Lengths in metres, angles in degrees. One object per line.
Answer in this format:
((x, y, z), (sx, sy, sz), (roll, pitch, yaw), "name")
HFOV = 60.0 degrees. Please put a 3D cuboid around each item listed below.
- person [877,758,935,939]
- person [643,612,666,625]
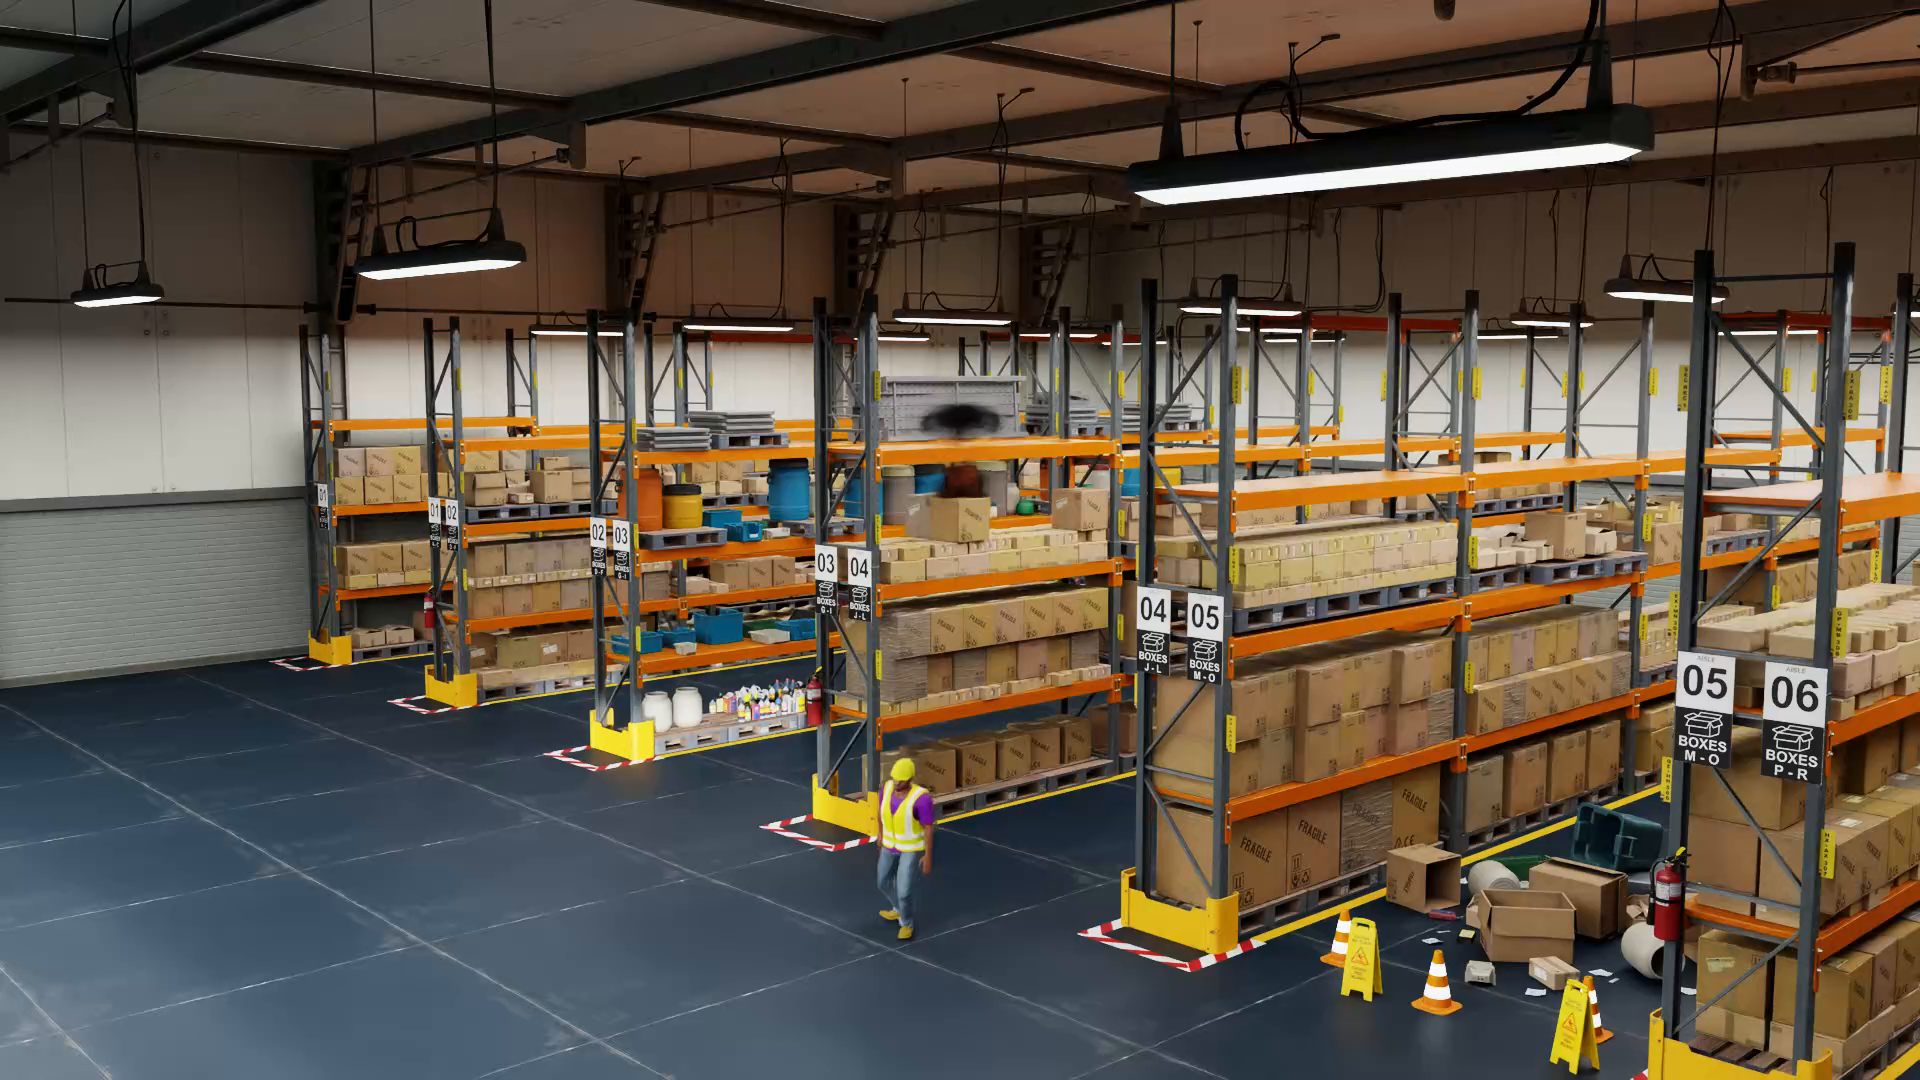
((-0.510, 2.783, 15.219), (0.813, 1.696, 0.658), (4, 7, 33), "person")
((-6.051, 1.063, 32.537), (0.559, 1.665, 0.789), (2, 6, 21), "person")
